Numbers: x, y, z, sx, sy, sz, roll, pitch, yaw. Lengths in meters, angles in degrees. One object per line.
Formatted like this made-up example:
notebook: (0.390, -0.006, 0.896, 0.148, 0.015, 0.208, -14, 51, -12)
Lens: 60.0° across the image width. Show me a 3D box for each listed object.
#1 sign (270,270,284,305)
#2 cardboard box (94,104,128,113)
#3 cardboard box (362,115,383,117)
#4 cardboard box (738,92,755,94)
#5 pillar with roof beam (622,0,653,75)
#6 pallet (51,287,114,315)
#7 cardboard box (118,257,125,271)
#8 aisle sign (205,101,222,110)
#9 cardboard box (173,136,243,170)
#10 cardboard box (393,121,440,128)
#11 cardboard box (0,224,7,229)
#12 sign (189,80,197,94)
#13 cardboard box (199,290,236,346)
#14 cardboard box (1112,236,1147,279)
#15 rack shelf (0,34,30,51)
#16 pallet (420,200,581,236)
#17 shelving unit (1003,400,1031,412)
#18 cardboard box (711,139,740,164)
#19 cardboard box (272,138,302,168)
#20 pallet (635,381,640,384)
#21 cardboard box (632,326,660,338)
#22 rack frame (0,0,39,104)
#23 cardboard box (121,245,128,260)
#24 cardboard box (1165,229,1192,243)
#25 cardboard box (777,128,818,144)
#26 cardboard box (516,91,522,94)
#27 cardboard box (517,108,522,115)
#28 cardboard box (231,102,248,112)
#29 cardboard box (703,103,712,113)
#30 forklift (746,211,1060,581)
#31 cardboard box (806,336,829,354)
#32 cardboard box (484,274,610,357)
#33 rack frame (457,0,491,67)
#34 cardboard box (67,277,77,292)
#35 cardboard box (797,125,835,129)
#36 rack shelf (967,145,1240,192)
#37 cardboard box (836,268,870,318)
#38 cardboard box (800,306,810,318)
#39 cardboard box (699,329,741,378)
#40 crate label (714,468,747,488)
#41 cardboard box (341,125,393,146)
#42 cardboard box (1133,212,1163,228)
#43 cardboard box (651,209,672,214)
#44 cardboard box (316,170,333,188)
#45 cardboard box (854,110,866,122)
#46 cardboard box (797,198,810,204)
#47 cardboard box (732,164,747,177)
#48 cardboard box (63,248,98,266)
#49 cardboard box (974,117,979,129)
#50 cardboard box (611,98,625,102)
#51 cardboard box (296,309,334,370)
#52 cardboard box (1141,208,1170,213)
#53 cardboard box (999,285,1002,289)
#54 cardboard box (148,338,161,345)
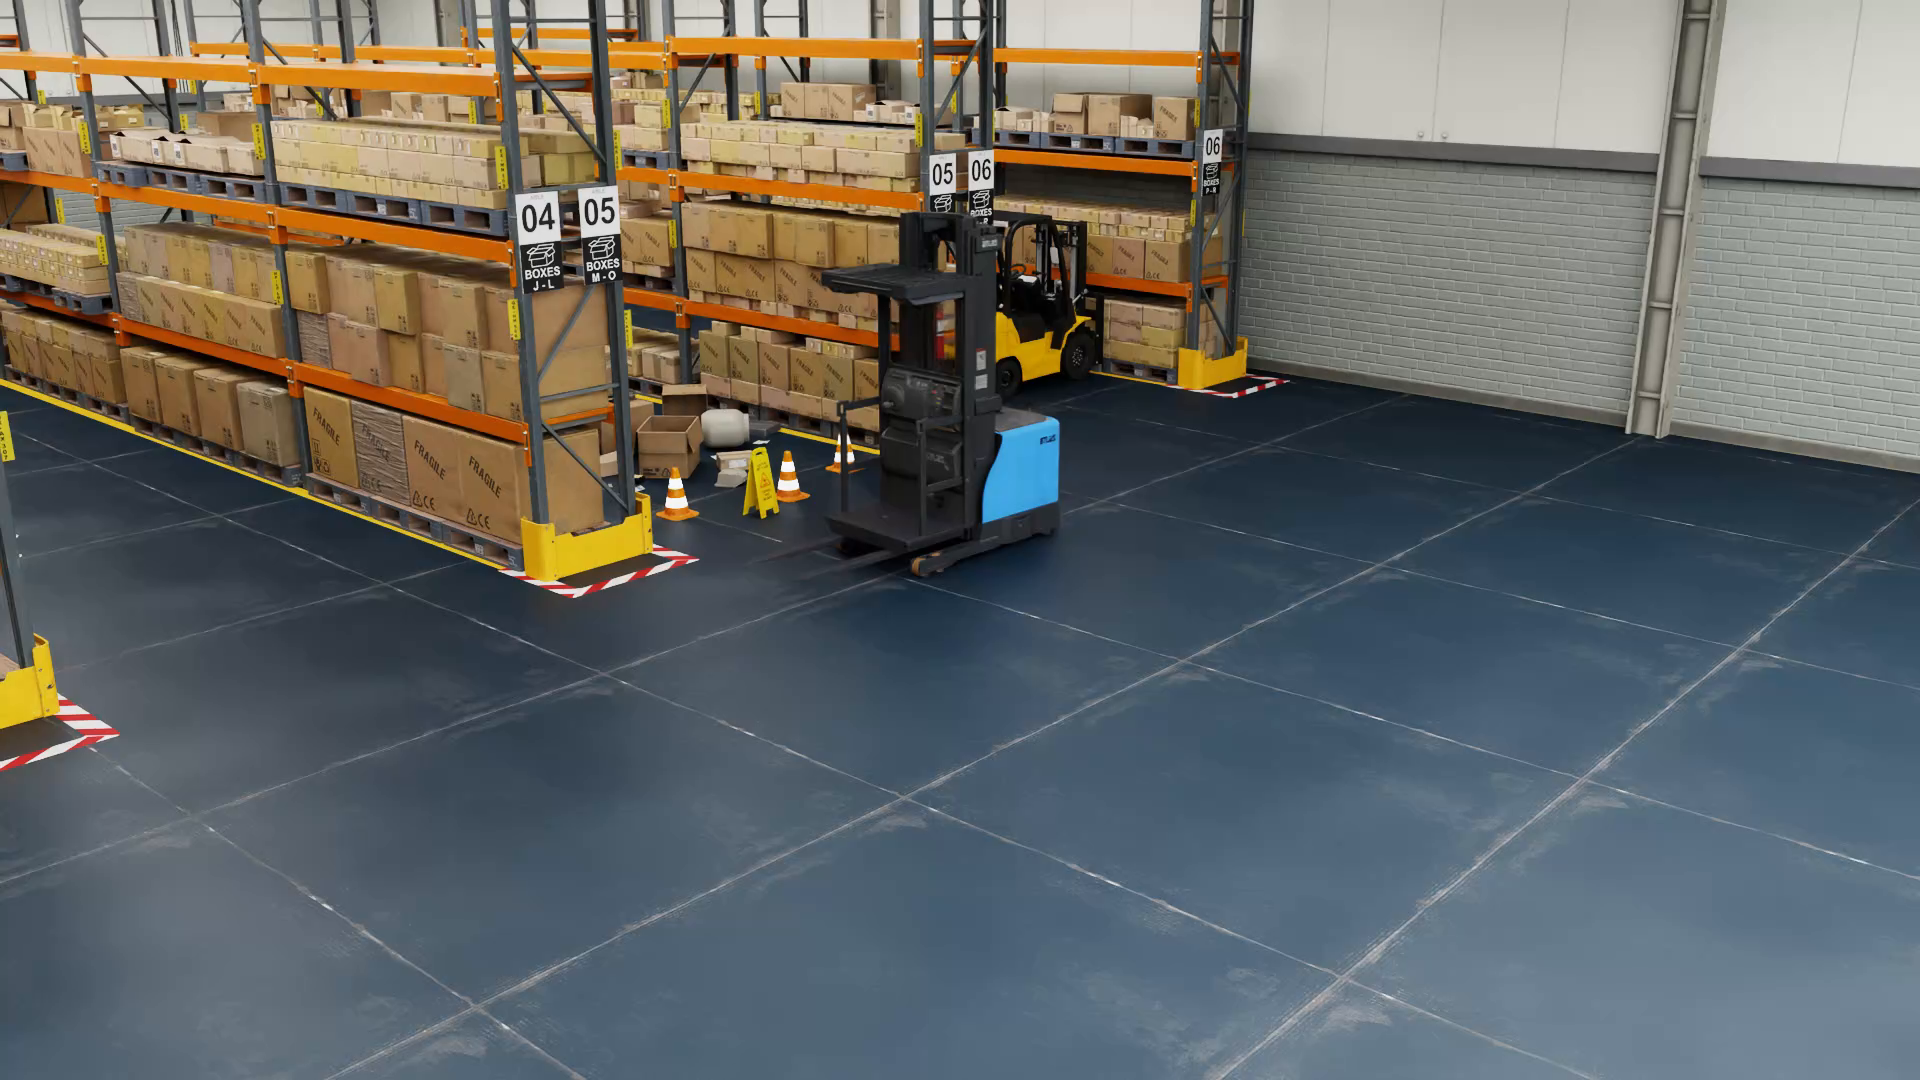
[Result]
sign: (-6.584, -2.434, 16.039, 0.005, 0.325, 0.100, 15, 23, 39)
cardboard box: (-9.945, -4.979, 19.453, 0.258, 0.266, 0.396, 15, 23, 39)
cardboard box: (-8.291, -5.976, 23.717, 0.250, 0.166, 0.380, 13, 22, 36)
cardboard box: (-3.401, -7.088, 26.625, 0.250, 0.149, 0.380, 16, 24, 41)
pillar with roof beam: (-8.493, -8.144, 25.897, 0.400, 9.000, 9.100, 15, 23, 39)
pallet: (-9.827, -2.875, 19.530, 1.003, 0.211, 1.213, 15, 23, 39)
cardboard box: (-9.857, -3.319, 19.841, 0.250, 0.149, 0.380, 14, 22, 38)
aisle sign: (-12.243, -6.782, 27.225, 0.004, 0.787, 0.394, 15, 23, 39)
cardboard box: (-7.688, -3.982, 17.028, 0.500, 0.311, 0.500, 14, 22, 37)
cardboard box: (-4.988, -3.778, 15.335, 0.250, 0.149, 0.380, 15, 23, 39)
cardboard box: (-12.764, -3.873, 21.701, 0.500, 0.500, 0.500, 15, 23, 39)
sign: (-12.370, -7.354, 26.790, 0.005, 0.325, 0.100, 15, 23, 39)
cardboard box: (-7.555, -2.339, 17.359, 0.500, 0.500, 0.500, 15, 23, 40)
cardboard box: (2.338, -3.699, 21.642, 0.500, 0.500, 0.500, 16, 24, 41)
rack shelf: (-13.711, -6.567, 22.123, 4.000, 0.370, 1.077, 15, 23, 39)
pallet: (-3.801, -2.775, 14.086, 1.213, 0.211, 1.003, 15, 23, 39)
shelving unit: (0.533, -0.791, 15.849, 0.252, 1.050, 0.215, 2, 14, 6)
cardboard box: (-2.482, -4.433, 18.918, 0.500, 0.250, 0.500, 15, 23, 39)
cardboard box: (-6.052, -3.631, 15.531, 0.500, 0.250, 0.500, 15, 23, 40)
pallet: (-4.521, -2.256, 21.873, 1.213, 0.211, 1.003, 15, 23, 39)
cardboard box: (-4.476, -2.520, 21.743, 0.625, 0.372, 0.950, 16, 24, 41)
rack frame: (-12.215, -6.510, 20.749, 0.127, 3.000, 1.000, 15, 23, 39)
cardboard box: (-9.643, -3.402, 19.609, 0.250, 0.149, 0.380, 14, 23, 38)
cardboard box: (2.817, -3.868, 21.104, 0.250, 0.149, 0.380, 15, 23, 40)
cardboard box: (-1.785, -4.444, 18.295, 0.250, 0.149, 0.380, 16, 23, 40)
cardboard box: (-7.787, -8.106, 29.666, 0.500, 0.250, 0.500, 15, 23, 38)
cardboard box: (-7.682, -7.649, 29.712, 0.250, 0.149, 0.380, 15, 23, 39)
cardboard box: (-11.335, -6.881, 26.433, 0.250, 0.149, 0.380, 16, 24, 41)
cardboard box: (-3.875, -6.893, 26.503, 0.250, 0.149, 0.380, 15, 23, 40)
forklift: (-0.480, -1.256, 14.226, 1.130, 2.935, 3.031, 17, 24, 42)
cardboard box: (-1.503, -2.203, 18.633, 0.250, 0.149, 0.380, 16, 24, 42)
cardboard box: (-3.492, -1.911, 14.141, 0.550, 0.550, 0.875, 15, 23, 39)
rack frame: (-8.705, -9.577, 30.413, 0.127, 3.000, 1.000, 15, 23, 39)
cardboard box: (-10.082, -2.973, 19.243, 0.250, 0.149, 0.380, 15, 23, 39)
cardboard box: (-1.624, -4.615, 18.834, 0.250, 0.149, 0.380, 15, 23, 40)
rack shelf: (1.766, -4.994, 22.118, 4.000, 0.370, 1.077, 15, 23, 39)
cardboard box: (-0.990, -2.719, 18.064, 0.500, 0.500, 0.500, 15, 23, 39)
cardboard box: (-1.582, -2.600, 18.760, 0.250, 0.149, 0.380, 15, 23, 39)
cardboard box: (-2.759, -2.252, 19.861, 0.500, 0.500, 0.500, 16, 24, 42)
crate label: (-2.319, -0.636, 16.889, 0.298, 0.136, 0.250, 4, 18, 11)
cardboard box: (-5.232, -3.577, 14.703, 0.250, 0.149, 0.380, 15, 23, 39)
cardboard box: (2.436, -4.117, 21.396, 0.250, 0.149, 0.380, 16, 23, 40)
cardboard box: (-3.917, -3.936, 21.204, 0.500, 0.500, 0.500, 15, 23, 39)
cardboard box: (-5.617, -3.300, 15.148, 0.250, 0.149, 0.380, 15, 23, 38)
cardboard box: (-1.330, -6.173, 24.202, 0.250, 0.149, 0.380, 15, 23, 39)
cardboard box: (-2.269, -5.239, 25.422, 0.250, 0.149, 0.380, 16, 24, 41)
cardboard box: (-2.373, -4.227, 18.930, 0.250, 0.149, 0.380, 16, 24, 41)
cardboard box: (-10.080, -3.257, 19.154, 0.250, 0.149, 0.380, 15, 23, 39)
cardboard box: (0.405, -5.707, 22.734, 0.250, 0.149, 0.380, 16, 23, 40)
cardboard box: (-5.583, -7.263, 27.635, 0.250, 0.149, 0.380, 15, 23, 40)
cardboard box: (-5.948, -2.045, 16.347, 0.550, 0.550, 0.875, 15, 23, 39)
cardboard box: (2.598, -4.283, 21.918, 0.250, 0.149, 0.380, 15, 23, 40)
cardboard box: (0.800, -3.402, 23.069, 0.500, 0.250, 0.500, 15, 23, 39)
cardboard box: (-9.578, -2.407, 19.936, 0.500, 0.250, 0.500, 14, 22, 37)
